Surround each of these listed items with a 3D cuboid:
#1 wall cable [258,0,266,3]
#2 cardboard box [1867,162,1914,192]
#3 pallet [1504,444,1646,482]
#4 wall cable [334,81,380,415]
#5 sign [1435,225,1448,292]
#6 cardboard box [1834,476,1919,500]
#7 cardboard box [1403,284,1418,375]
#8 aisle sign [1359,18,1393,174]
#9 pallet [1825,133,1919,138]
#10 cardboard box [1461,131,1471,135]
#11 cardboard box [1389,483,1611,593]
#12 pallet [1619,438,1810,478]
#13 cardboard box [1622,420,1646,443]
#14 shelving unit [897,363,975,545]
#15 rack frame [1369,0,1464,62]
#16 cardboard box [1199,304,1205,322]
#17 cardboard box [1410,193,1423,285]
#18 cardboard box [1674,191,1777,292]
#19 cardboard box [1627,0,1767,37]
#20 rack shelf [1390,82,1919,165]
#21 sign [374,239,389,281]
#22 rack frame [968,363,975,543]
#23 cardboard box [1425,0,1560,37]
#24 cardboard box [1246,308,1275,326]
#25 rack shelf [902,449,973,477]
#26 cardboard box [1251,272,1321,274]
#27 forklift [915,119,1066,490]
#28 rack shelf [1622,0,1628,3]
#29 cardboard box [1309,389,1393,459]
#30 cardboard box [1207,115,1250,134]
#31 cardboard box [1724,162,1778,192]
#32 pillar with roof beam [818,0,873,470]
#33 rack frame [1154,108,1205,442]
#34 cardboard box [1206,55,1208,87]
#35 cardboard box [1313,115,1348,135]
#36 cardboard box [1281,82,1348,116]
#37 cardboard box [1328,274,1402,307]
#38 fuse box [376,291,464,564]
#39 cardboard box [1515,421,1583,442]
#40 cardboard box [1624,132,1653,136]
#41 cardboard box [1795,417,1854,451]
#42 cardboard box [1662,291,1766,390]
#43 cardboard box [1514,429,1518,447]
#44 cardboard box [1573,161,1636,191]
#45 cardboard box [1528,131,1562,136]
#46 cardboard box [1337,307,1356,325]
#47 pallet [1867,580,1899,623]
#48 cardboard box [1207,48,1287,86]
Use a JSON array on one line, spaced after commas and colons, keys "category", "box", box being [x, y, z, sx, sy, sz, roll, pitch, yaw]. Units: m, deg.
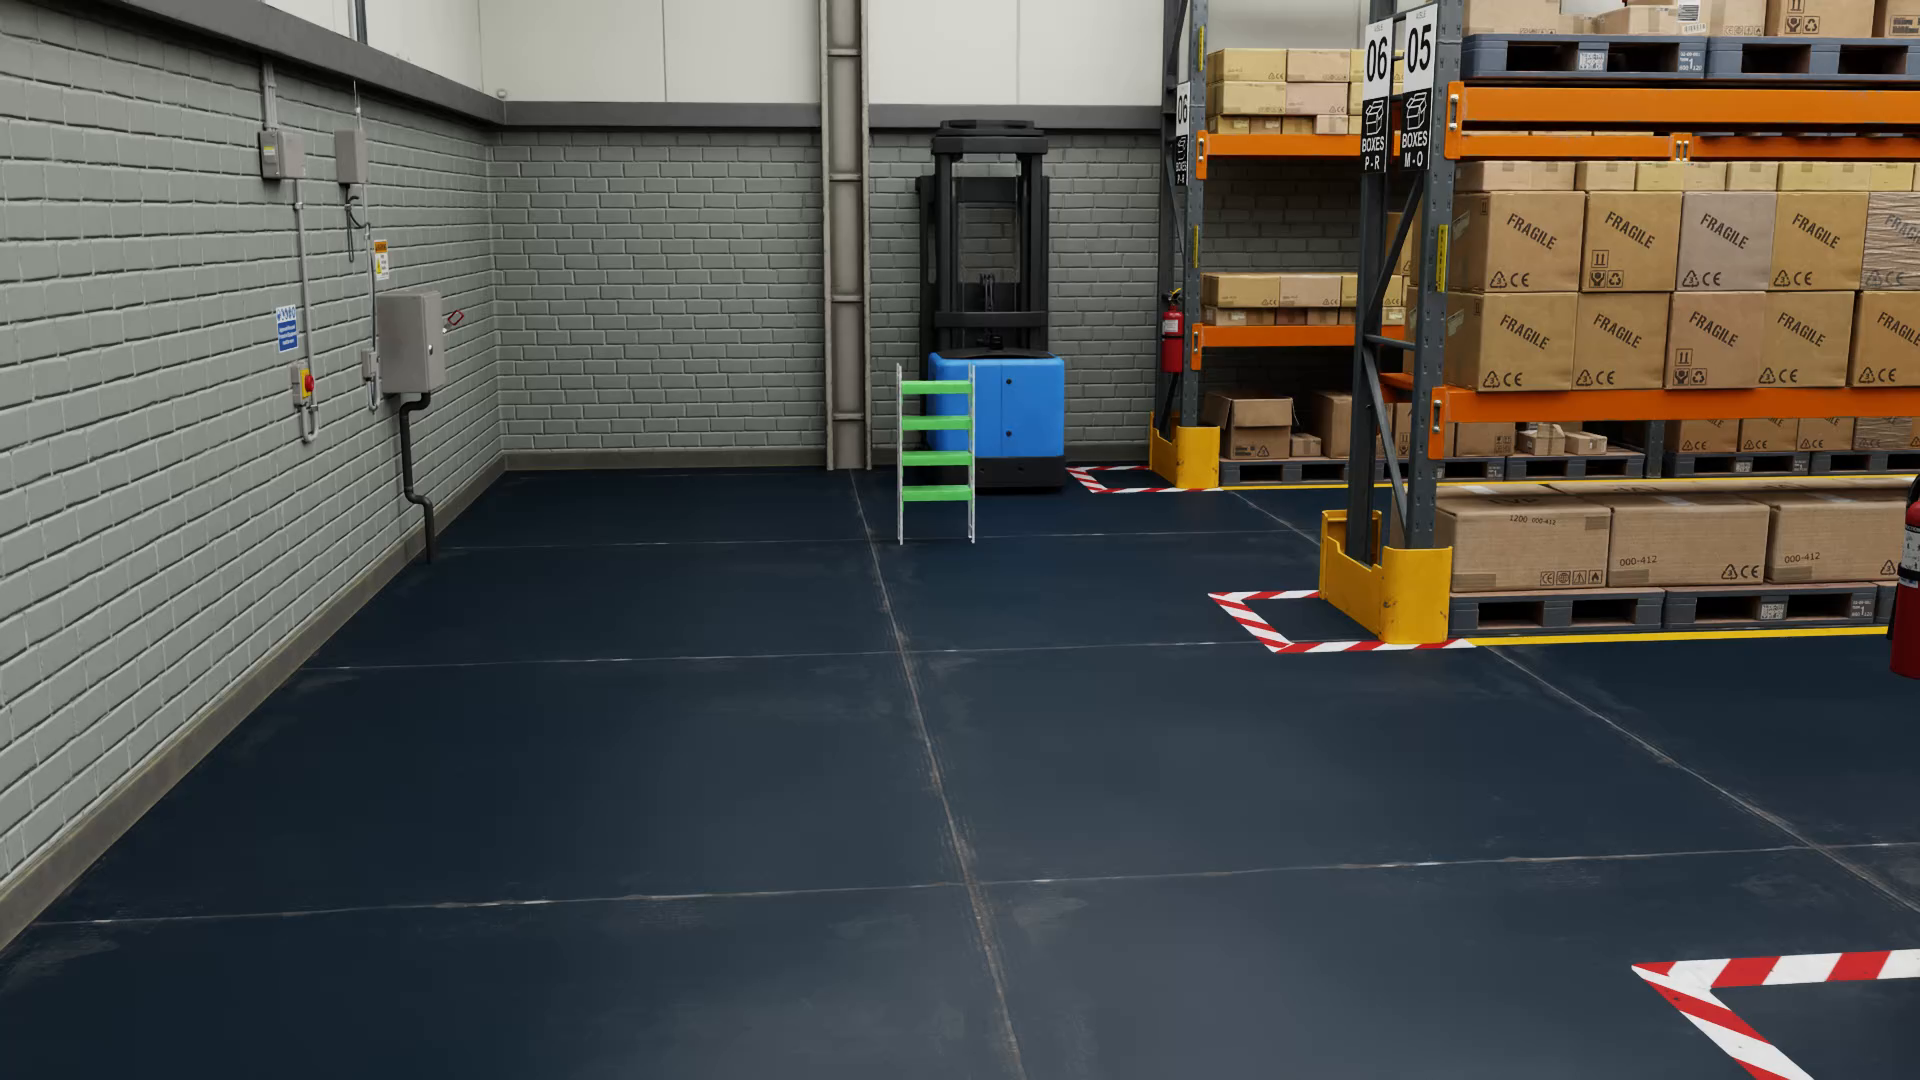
[{"category": "wall cable", "box": [-3.284, -3.815, 7.446, 0.029, 3.000, 0.463, -1, 11, -6]}, {"category": "cardboard box", "box": [4.767, -1.903, 8.741, 0.250, 0.149, 0.380, -1, 11, -7]}, {"category": "pallet", "box": [5.094, -0.697, 14.365, 1.213, 0.211, 1.003, -1, 11, -6]}, {"category": "wall cable", "box": [-3.428, -1.692, 9.567, 0.122, 1.984, 0.588, -1, 11, -6]}, {"category": "sign", "box": [2.394, -1.401, 8.270, 0.005, 0.325, 0.100, -1, 11, -6]}, {"category": "cardboard box", "box": [5.681, -0.084, 9.571, 0.875, 0.438, 0.875, -1, 11, -7]}, {"category": "cardboard box", "box": [2.791, -1.154, 9.202, 0.500, 0.500, 0.500, -1, 11, -6]}, {"category": "aisle sign", "box": [2.235, -2.378, 8.947, 0.004, 0.787, 0.394, -1, 11, -6]}, {"category": "pallet", "box": [7.464, -3.481, 14.010, 1.003, 0.211, 1.213, -1, 11, -6]}, {"category": "cardboard box", "box": [3.924, -3.326, 13.385, 0.250, 0.149, 0.380, -1, 11, -5]}, {"category": "cardboard box", "box": [2.986, -0.026, 9.277, 0.875, 0.438, 0.875, -2, 11, -8]}, {"category": "pallet", "box": [6.582, -0.735, 14.560, 1.213, 0.211, 1.003, -1, 11, -6]}, {"category": "cardboard box", "box": [6.233, -1.126, 14.709, 0.500, 0.500, 0.500, -1, 11, -6]}, {"category": "shelving unit", "box": [-0.165, -0.585, 11.235, 0.503, 1.200, 0.258, -1, 11, -6]}, {"category": "rack frame", "box": [2.340, -3.988, 8.324, 0.127, 3.000, 1.000, -1, 11, -6]}, {"category": "cardboard box", "box": [2.101, -1.931, 14.065, 0.250, 0.149, 0.380, -1, 11, -7]}, {"category": "cardboard box", "box": [2.794, -1.639, 9.080, 0.500, 0.500, 0.500, -1, 11, -4]}, {"category": "cardboard box", "box": [3.872, -1.563, 8.693, 0.500, 0.500, 0.500, -1, 11, -7]}, {"category": "cardboard box", "box": [3.834, -2.749, 8.682, 0.500, 0.311, 0.500, -1, 11, -5]}, {"category": "rack shelf", "box": [4.329, -2.205, 8.895, 4.000, 0.370, 1.077, -1, 11, -6]}, {"category": "sign", "box": [-3.545, -1.718, 10.191, 0.001, 0.242, 0.339, -1, 11, -6]}, {"category": "rack frame", "box": [0.078, -0.590, 11.261, 0.015, 1.200, 0.240, -1, 11, -6]}, {"category": "cardboard box", "box": [2.778, -2.724, 8.713, 0.500, 0.250, 0.500, -2, 11, -11]}, {"category": "cardboard box", "box": [2.405, -1.841, 13.608, 0.250, 0.149, 0.380, -1, 11, -5]}, {"category": "rack shelf", "box": [-0.165, -0.523, 11.247, 0.480, 0.148, 0.258, -1, 11, -6]}, {"category": "cardboard box", "box": [2.742, -2.139, 14.091, 0.500, 0.250, 0.500, -1, 11, -6]}, {"category": "forklift", "box": [0.182, -2.073, 14.312, 1.130, 2.935, 3.031, -1, 11, -5]}, {"category": "rack shelf", "box": [3.789, -4.627, 13.447, 4.000, 0.370, 1.077, -1, 11, -6]}, {"category": "cardboard box", "box": [3.273, -0.980, 13.970, 0.500, 0.500, 0.700, -1, 11, -4]}, {"category": "cardboard box", "box": [2.143, -3.306, 13.286, 0.250, 0.149, 0.380, -1, 11, -5]}, {"category": "cardboard box", "box": [4.015, -1.881, 8.625, 0.250, 0.149, 0.380, -1, 11, -6]}, {"category": "pillar with roof beam", "box": [-0.512, -4.231, 9.560, 0.400, 9.000, 9.100, -1, 11, -6]}, {"category": "rack frame", "box": [1.801, -1.996, 13.744, 0.127, 3.000, 1.000, -1, 11, -6]}, {"category": "cardboard box", "box": [2.212, -3.848, 13.712, 0.500, 0.250, 0.500, -2, 11, -8]}, {"category": "cardboard box", "box": [2.916, -3.304, 13.276, 0.250, 0.149, 0.380, -1, 11, -5]}, {"category": "cardboard box", "box": [2.774, -3.511, 13.295, 0.500, 0.250, 0.500, -1, 11, -5]}, {"category": "cardboard box", "box": [3.286, -2.048, 13.626, 0.500, 0.250, 0.500, -1, 11, -7]}, {"category": "fuse box", "box": [-3.345, -0.696, 10.471, 0.414, 1.711, 0.539, -1, 11, -6]}, {"category": "cardboard box", "box": [5.095, -0.997, 14.548, 0.500, 0.311, 0.500, -1, 11, -4]}, {"category": "cardboard box", "box": [5.452, -3.364, 13.577, 0.250, 0.149, 0.380, -1, 11, -6]}, {"category": "cardboard box", "box": [7.307, -1.048, 14.315, 0.500, 0.500, 0.500, -2, 11, -8]}, {"category": "cardboard box", "box": [3.856, -1.071, 8.781, 0.500, 0.500, 0.500, -1, 11, -6]}, {"category": "cardboard box", "box": [4.664, -0.909, 14.517, 0.250, 0.149, 0.380, -1, 11, -7]}, {"category": "cardboard box", "box": [3.247, -1.859, 8.514, 0.250, 0.149, 0.380, -1, 11, -4]}, {"category": "cardboard box", "box": [4.695, -3.351, 13.512, 0.250, 0.149, 0.380, -1, 11, -6]}, {"category": "cardboard box", "box": [3.184, -1.853, 13.670, 0.250, 0.149, 0.380, -1, 11, -5]}, {"category": "pallet", "box": [5.553, 0.242, 9.591, 1.213, 0.211, 1.003, -1, 11, -6]}, {"category": "cardboard box", "box": [2.269, -3.746, 13.195, 0.500, 0.250, 0.500, -1, 11, -7]}]
